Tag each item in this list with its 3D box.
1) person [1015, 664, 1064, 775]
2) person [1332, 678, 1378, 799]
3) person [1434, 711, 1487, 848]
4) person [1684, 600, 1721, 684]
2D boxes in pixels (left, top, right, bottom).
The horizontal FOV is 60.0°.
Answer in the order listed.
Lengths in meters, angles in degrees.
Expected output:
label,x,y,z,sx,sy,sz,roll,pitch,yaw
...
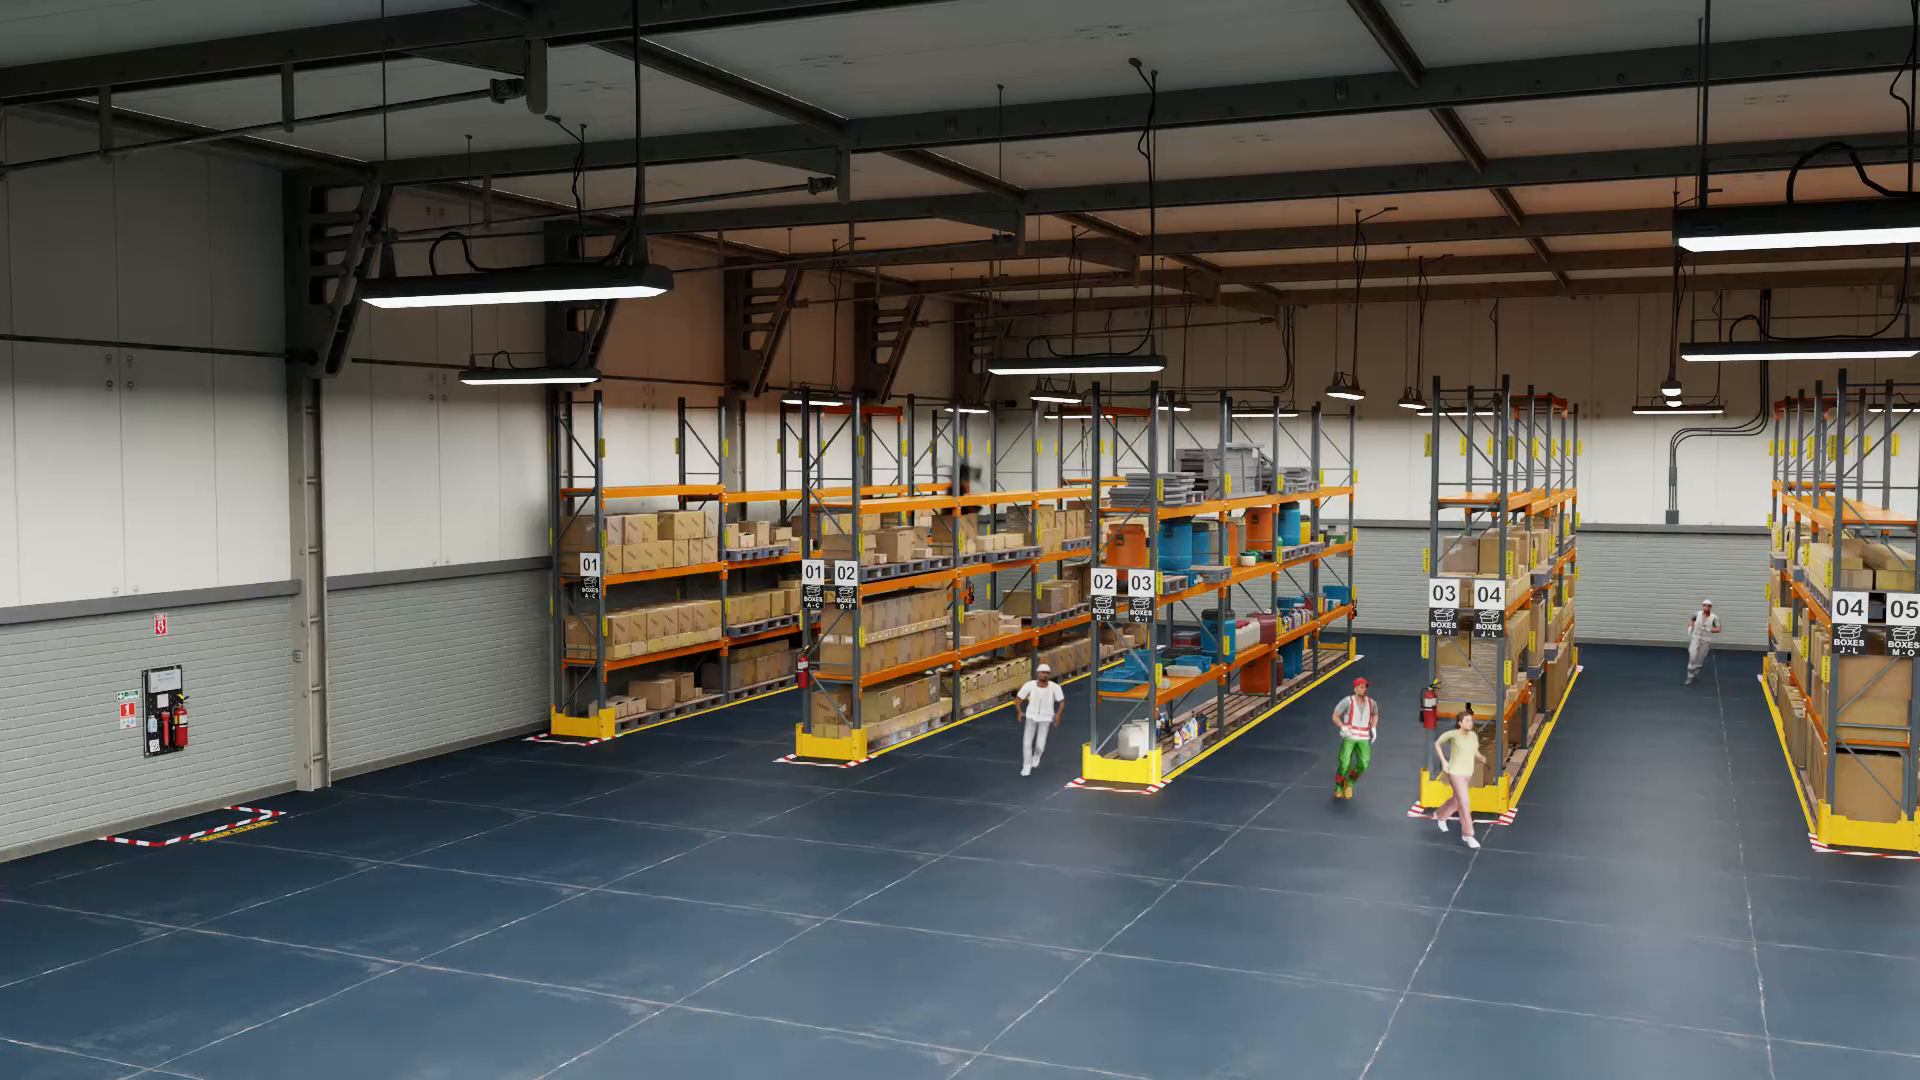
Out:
label,x,y,z,sx,sy,sz,roll,pitch,yaw
person,1.214,2.750,25.500,0.758,1.712,0.537,0,3,7
person,5.629,2.816,23.591,0.698,1.729,0.607,0,3,-1
person,6.351,2.996,21.202,0.537,1.679,0.958,-1,3,-25
person,15.879,2.173,35.484,0.675,1.817,0.865,2,4,29
